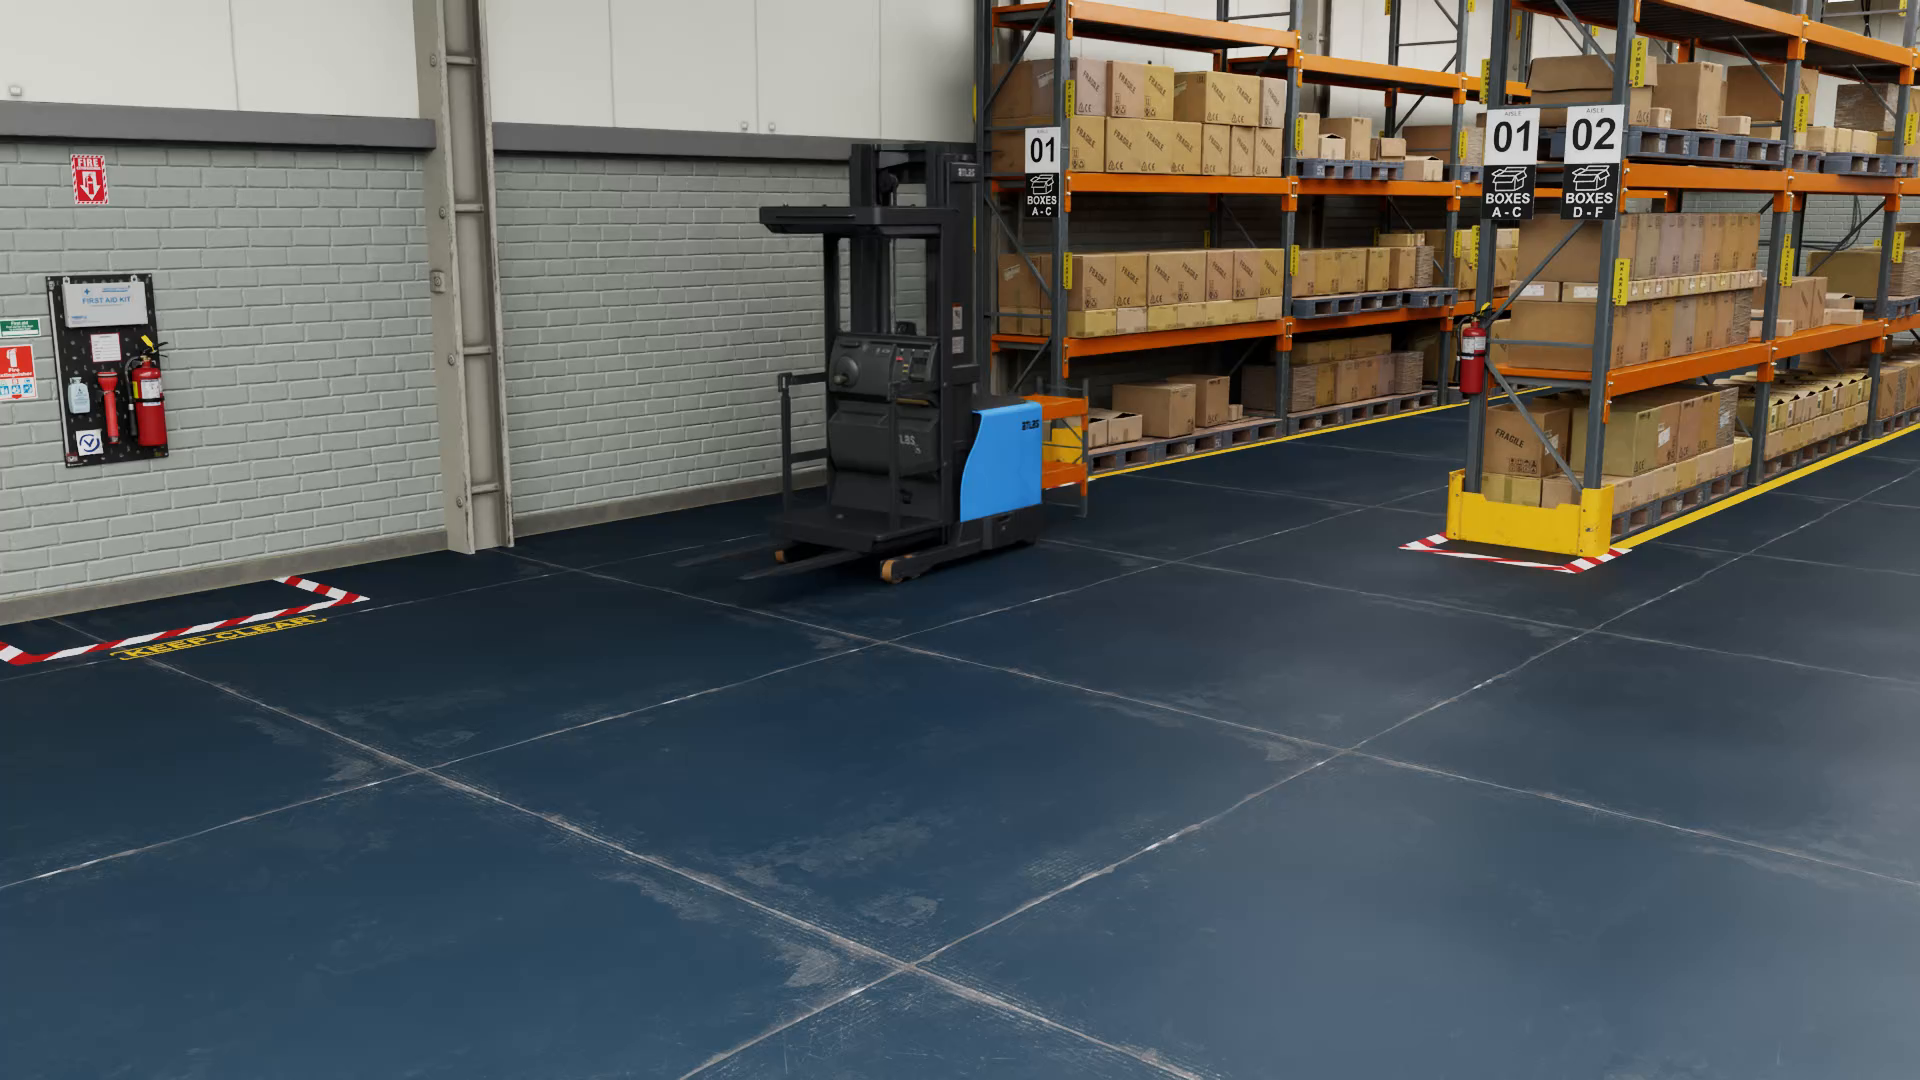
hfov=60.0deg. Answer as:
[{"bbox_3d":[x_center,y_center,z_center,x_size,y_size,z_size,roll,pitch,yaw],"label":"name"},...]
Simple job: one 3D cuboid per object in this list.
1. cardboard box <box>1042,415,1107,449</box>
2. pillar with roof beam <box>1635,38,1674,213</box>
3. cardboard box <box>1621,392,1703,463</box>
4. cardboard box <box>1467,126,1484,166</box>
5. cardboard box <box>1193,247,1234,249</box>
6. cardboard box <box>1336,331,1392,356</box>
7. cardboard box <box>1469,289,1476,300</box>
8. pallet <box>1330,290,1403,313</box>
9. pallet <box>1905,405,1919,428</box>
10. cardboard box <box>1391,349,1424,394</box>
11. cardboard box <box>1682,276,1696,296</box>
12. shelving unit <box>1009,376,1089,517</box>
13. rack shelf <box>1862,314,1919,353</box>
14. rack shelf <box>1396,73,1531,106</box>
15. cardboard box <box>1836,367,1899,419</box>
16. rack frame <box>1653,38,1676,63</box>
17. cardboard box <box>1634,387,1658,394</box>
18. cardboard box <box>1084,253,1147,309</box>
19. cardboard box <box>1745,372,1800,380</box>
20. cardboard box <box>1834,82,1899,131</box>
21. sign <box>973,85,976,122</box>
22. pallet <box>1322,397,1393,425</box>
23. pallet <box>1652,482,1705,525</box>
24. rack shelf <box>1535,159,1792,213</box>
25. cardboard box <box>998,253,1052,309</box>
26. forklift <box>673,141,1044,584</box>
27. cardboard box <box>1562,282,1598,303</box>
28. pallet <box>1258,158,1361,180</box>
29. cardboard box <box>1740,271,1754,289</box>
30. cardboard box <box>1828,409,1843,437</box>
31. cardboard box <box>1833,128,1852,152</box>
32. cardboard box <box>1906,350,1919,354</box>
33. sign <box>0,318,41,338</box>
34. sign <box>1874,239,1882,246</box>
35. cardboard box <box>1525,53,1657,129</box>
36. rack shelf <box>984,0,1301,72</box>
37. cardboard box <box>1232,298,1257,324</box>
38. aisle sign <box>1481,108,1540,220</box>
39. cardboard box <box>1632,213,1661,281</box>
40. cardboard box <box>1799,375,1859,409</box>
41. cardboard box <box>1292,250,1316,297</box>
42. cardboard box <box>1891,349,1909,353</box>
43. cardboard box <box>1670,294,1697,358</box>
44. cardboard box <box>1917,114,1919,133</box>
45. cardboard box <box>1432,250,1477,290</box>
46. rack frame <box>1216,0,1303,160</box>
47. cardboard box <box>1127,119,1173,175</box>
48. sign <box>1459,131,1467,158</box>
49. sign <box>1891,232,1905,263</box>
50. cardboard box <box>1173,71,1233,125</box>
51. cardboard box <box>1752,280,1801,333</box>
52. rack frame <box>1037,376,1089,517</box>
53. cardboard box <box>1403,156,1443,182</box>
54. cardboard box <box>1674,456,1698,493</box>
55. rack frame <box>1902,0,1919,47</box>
[{"bbox_3d":[1.088,-1.070,16.154,0.500,0.311,0.500,8,14,34],"label":"cardboard box"},{"bbox_3d":[15.492,-7.332,26.443,9.100,9.000,0.548,10,15,40],"label":"pillar with roof beam"},{"bbox_3d":[5.800,-0.939,13.787,0.500,0.500,0.500,10,15,40],"label":"cardboard box"},{"bbox_3d":[6.432,-5.159,21.847,0.700,0.500,0.500,9,14,37],"label":"cardboard box"},{"bbox_3d":[2.737,-2.933,18.157,0.500,0.500,0.500,9,15,39],"label":"cardboard box"},{"bbox_3d":[4.985,-2.429,20.560,0.500,0.250,0.500,10,15,41],"label":"cardboard box"},{"bbox_3d":[6.648,-3.229,21.812,0.380,0.149,0.250,10,15,42],"label":"cardboard box"},{"bbox_3d":[4.569,-2.870,19.909,1.003,0.211,1.213,10,15,40],"label":"pallet"},{"bbox_3d":[10.895,-1.536,19.865,1.003,0.211,1.213,10,15,40],"label":"pallet"},{"bbox_3d":[5.408,-2.137,21.013,0.700,0.500,0.500,10,15,41],"label":"cardboard box"},{"bbox_3d":[5.723,-2.066,13.487,0.380,0.149,0.250,10,15,41],"label":"cardboard box"},{"bbox_3d":[0.528,-0.692,13.304,0.538,1.125,1.048,9,14,37],"label":"shelving unit"},{"bbox_3d":[10.888,-2.562,19.715,1.077,0.370,4.000,10,15,40],"label":"rack shelf"},{"bbox_3d":[7.165,-5.947,22.371,1.077,0.370,4.000,10,15,40],"label":"rack shelf"},{"bbox_3d":[10.083,-1.640,18.524,0.500,0.500,0.500,11,15,43],"label":"cardboard box"},{"bbox_3d":[11.125,-7.379,26.681,1.000,3.000,0.127,10,15,40],"label":"rack frame"},{"bbox_3d":[5.726,-1.082,14.504,0.500,0.500,0.500,10,15,40],"label":"cardboard box"},{"bbox_3d":[1.438,-2.490,15.936,0.500,0.500,0.500,10,15,41],"label":"cardboard box"},{"bbox_3d":[8.661,-1.635,17.757,0.500,0.311,0.500,9,15,39],"label":"cardboard box"},{"bbox_3d":[9.861,-4.694,18.087,0.500,0.500,0.500,10,15,40],"label":"cardboard box"},{"bbox_3d":[0.160,-4.063,15.476,0.100,0.325,0.005,10,15,40],"label":"sign"},{"bbox_3d":[4.522,-1.599,20.179,1.003,0.211,1.213,10,15,40],"label":"pallet"},{"bbox_3d":[5.566,-0.372,14.037,1.003,0.211,1.213,10,15,40],"label":"pallet"},{"bbox_3d":[5.607,-2.856,13.528,1.077,0.370,4.000,10,15,40],"label":"rack shelf"},{"bbox_3d":[0.715,-2.484,15.906,0.500,0.500,0.500,10,15,40],"label":"cardboard box"},{"bbox_3d":[-0.670,-1.251,11.490,1.130,2.935,3.031,9,14,37],"label":"forklift"},{"bbox_3d":[4.708,-1.840,12.355,0.380,0.149,0.250,10,15,40],"label":"cardboard box"},{"bbox_3d":[3.692,-4.128,18.539,1.213,0.211,1.003,10,15,40],"label":"pallet"},{"bbox_3d":[6.744,-2.295,14.632,0.380,0.149,0.250,9,15,39],"label":"cardboard box"},{"bbox_3d":[8.732,-1.219,17.104,0.500,0.250,0.500,10,15,42],"label":"cardboard box"},{"bbox_3d":[8.592,-3.987,16.669,0.500,0.250,0.500,9,15,39],"label":"cardboard box"},{"bbox_3d":[12.098,-2.089,20.771,0.500,0.500,0.500,10,15,40],"label":"cardboard box"},{"bbox_3d":[-5.677,-1.265,9.944,0.001,0.109,0.331,10,15,40],"label":"sign"},{"bbox_3d":[11.796,-3.702,21.379,0.100,0.325,0.005,10,15,40],"label":"sign"},{"bbox_3d":[4.670,-3.323,12.340,0.637,0.503,0.797,-11,16,-44],"label":"cardboard box"},{"bbox_3d":[1.884,-4.965,16.439,1.077,0.370,4.000,10,15,40],"label":"rack shelf"},{"bbox_3d":[2.784,-2.427,17.535,0.500,0.250,0.500,10,15,41],"label":"cardboard box"},{"bbox_3d":[4.023,-2.746,12.166,0.394,0.787,0.004,10,15,40],"label":"aisle sign"},{"bbox_3d":[4.983,-2.281,12.907,0.700,0.500,0.500,9,15,39],"label":"cardboard box"},{"bbox_3d":[9.069,-1.567,17.412,0.500,0.311,0.500,9,15,39],"label":"cardboard box"},{"bbox_3d":[3.566,-3.007,18.729,0.700,0.500,0.500,10,15,41],"label":"cardboard box"},{"bbox_3d":[11.706,-2.159,21.121,0.500,0.500,0.500,9,14,38],"label":"cardboard box"},{"bbox_3d":[5.625,-1.787,13.746,0.700,0.500,0.500,10,15,42],"label":"cardboard box"},{"bbox_3d":[10.942,-4.722,19.456,0.600,0.600,0.600,9,14,38],"label":"cardboard box"},{"bbox_3d":[6.357,-3.503,21.527,0.500,0.500,0.500,10,15,42],"label":"cardboard box"},{"bbox_3d":[3.204,-5.614,17.841,1.000,3.000,0.127,10,15,40],"label":"rack frame"},{"bbox_3d":[1.693,-3.781,16.019,0.500,0.500,0.500,11,16,43],"label":"cardboard box"},{"bbox_3d":[6.251,-4.914,20.678,0.100,0.325,0.005,10,15,40],"label":"sign"},{"bbox_3d":[9.987,-3.117,17.701,0.100,0.325,0.005,10,15,40],"label":"sign"},{"bbox_3d":[2.386,-4.423,16.679,0.500,0.500,0.500,9,14,38],"label":"cardboard box"},{"bbox_3d":[7.795,-2.269,16.158,0.500,0.500,0.500,-11,16,-43],"label":"cardboard box"},{"bbox_3d":[0.840,-0.771,13.698,0.500,1.125,0.032,9,14,37],"label":"rack frame"},{"bbox_3d":[5.572,-4.556,20.383,0.500,0.311,0.500,10,15,40],"label":"cardboard box"},{"bbox_3d":[5.800,-0.571,13.862,0.500,0.250,0.500,10,15,40],"label":"cardboard box"},{"bbox_3d":[12.208,-6.151,20.530,1.000,3.000,0.127,10,15,40],"label":"rack frame"}]
